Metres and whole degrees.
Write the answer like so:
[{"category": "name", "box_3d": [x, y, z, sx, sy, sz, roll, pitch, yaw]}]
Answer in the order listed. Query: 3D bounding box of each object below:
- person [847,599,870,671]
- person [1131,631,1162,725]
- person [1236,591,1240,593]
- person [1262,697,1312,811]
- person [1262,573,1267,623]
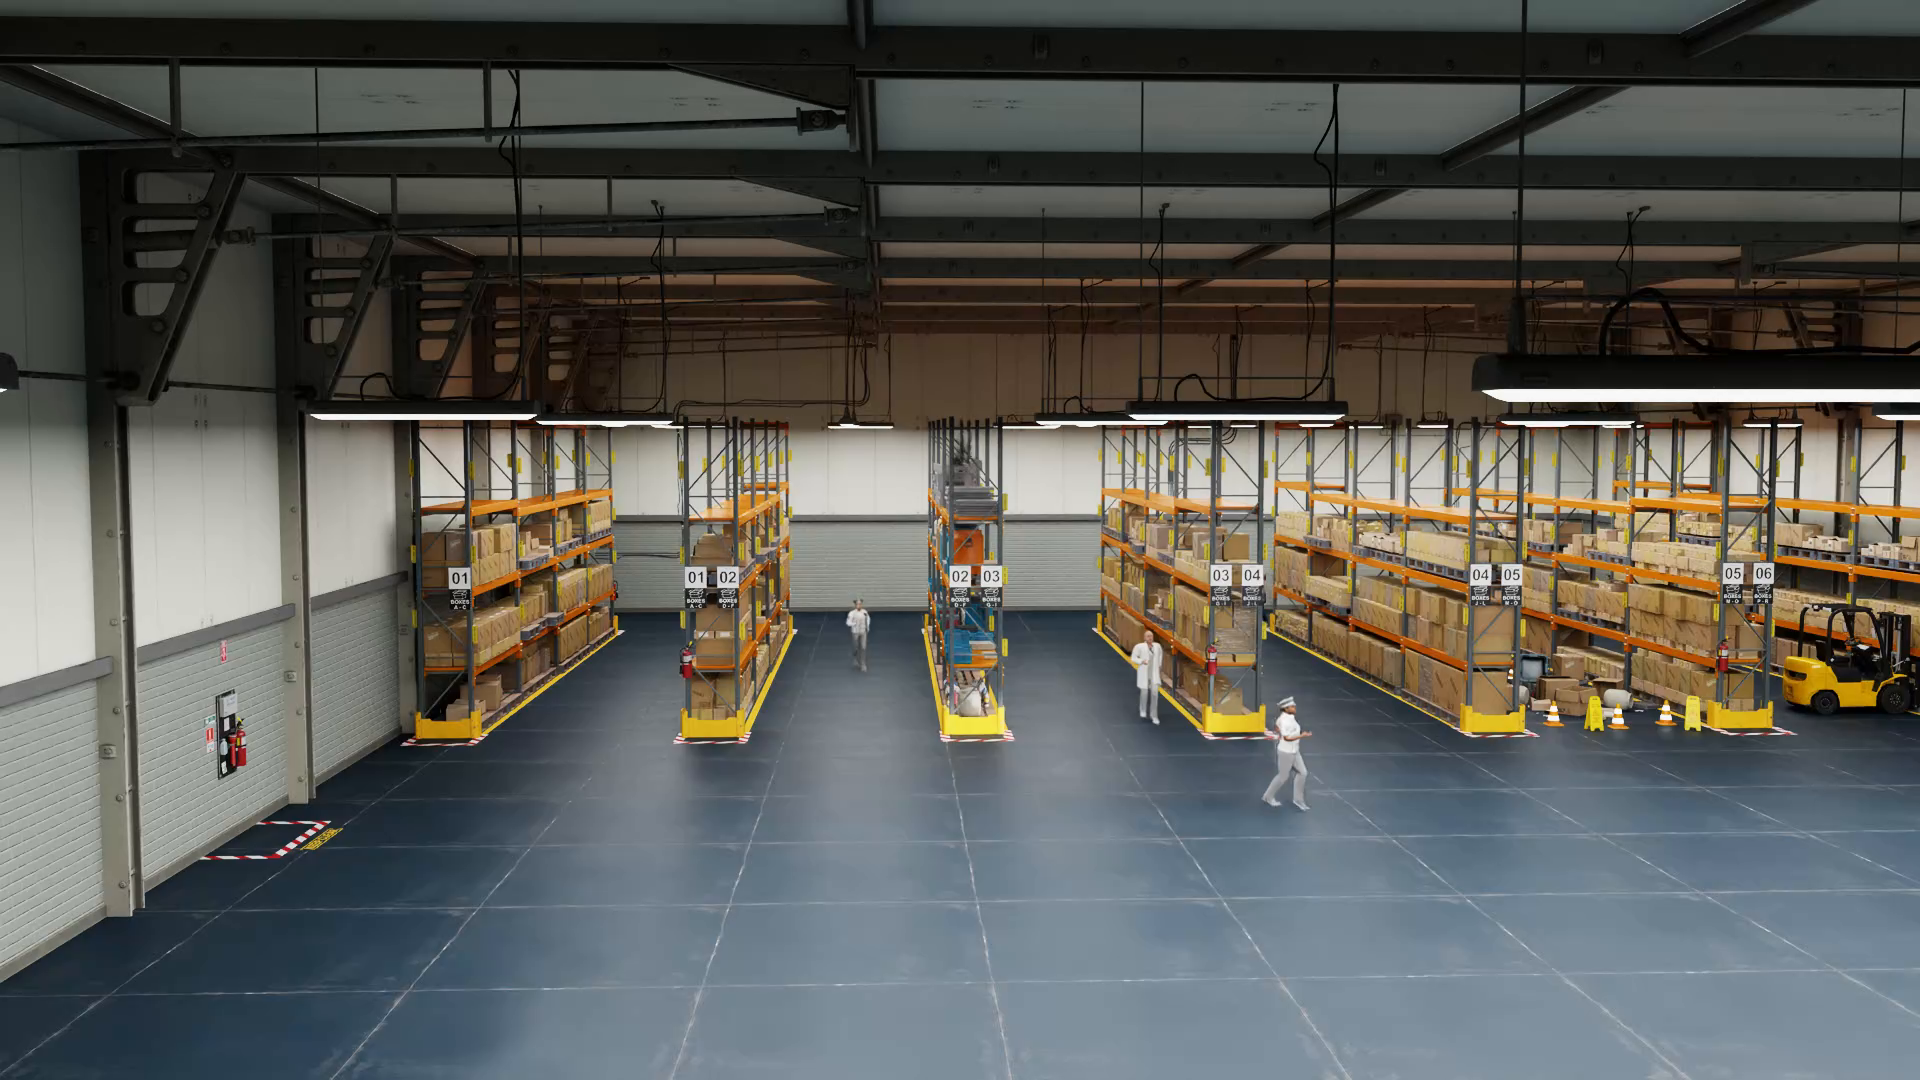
[{"category": "person", "box_3d": [-2.425, 2.248, 39.957, 0.612, 1.702, 0.919, -1, 4, -14]}, {"category": "person", "box_3d": [3.704, 2.699, 32.842, 0.667, 1.840, 0.862, 0, 4, -4]}, {"category": "person", "box_3d": [7.806, 1.731, 47.969, 0.894, 1.707, 0.667, -3, 5, -41]}, {"category": "person", "box_3d": [4.950, 3.236, 25.125, 0.728, 1.749, 0.560, 2, 4, 24]}, {"category": "person", "box_3d": [8.829, 1.764, 48.785, 0.640, 1.611, 0.554, -2, 4, -27]}]
